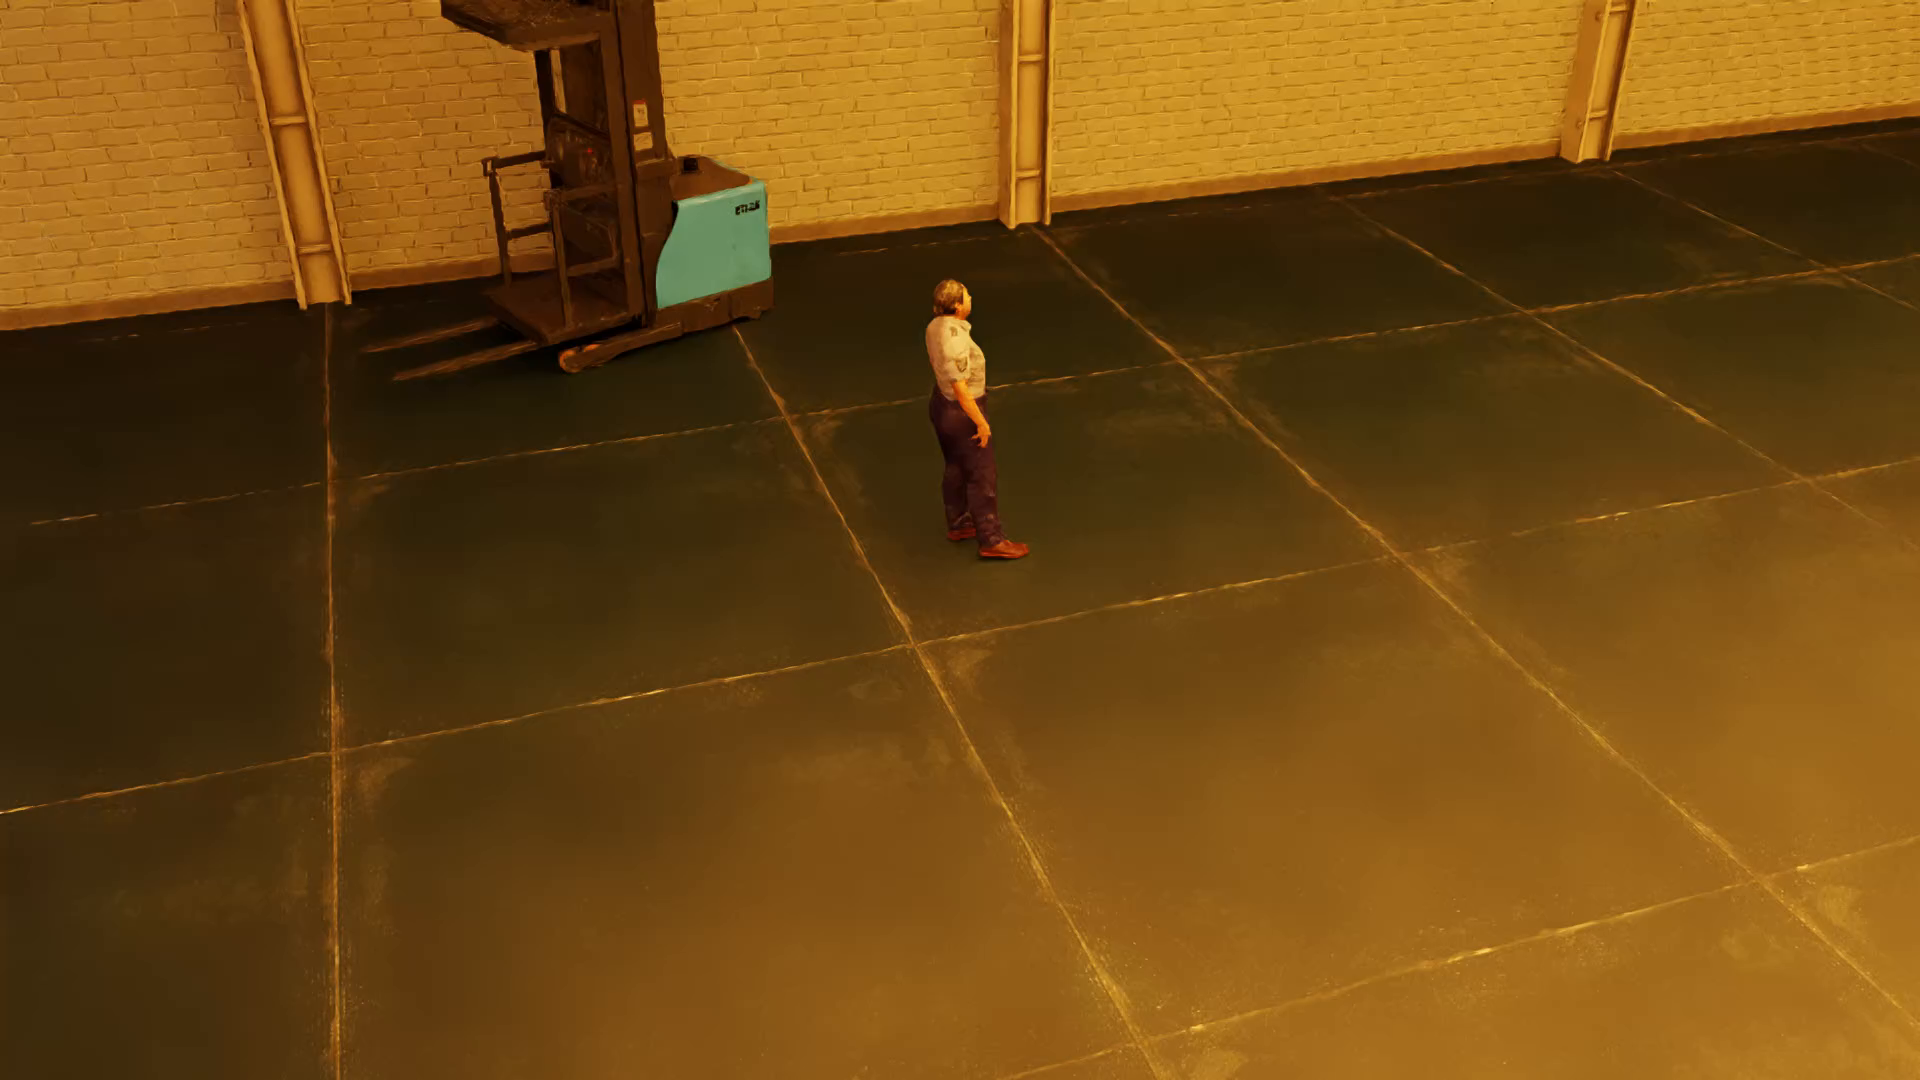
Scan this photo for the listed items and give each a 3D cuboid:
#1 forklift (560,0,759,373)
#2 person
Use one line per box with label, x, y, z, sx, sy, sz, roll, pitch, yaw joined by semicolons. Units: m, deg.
forklift;-2.927;-2.785;11.928;3.031;2.935;1.121;-22;36;-33
person;0.092;-0.724;9.618;0.502;1.650;0.599;-10;31;-16
